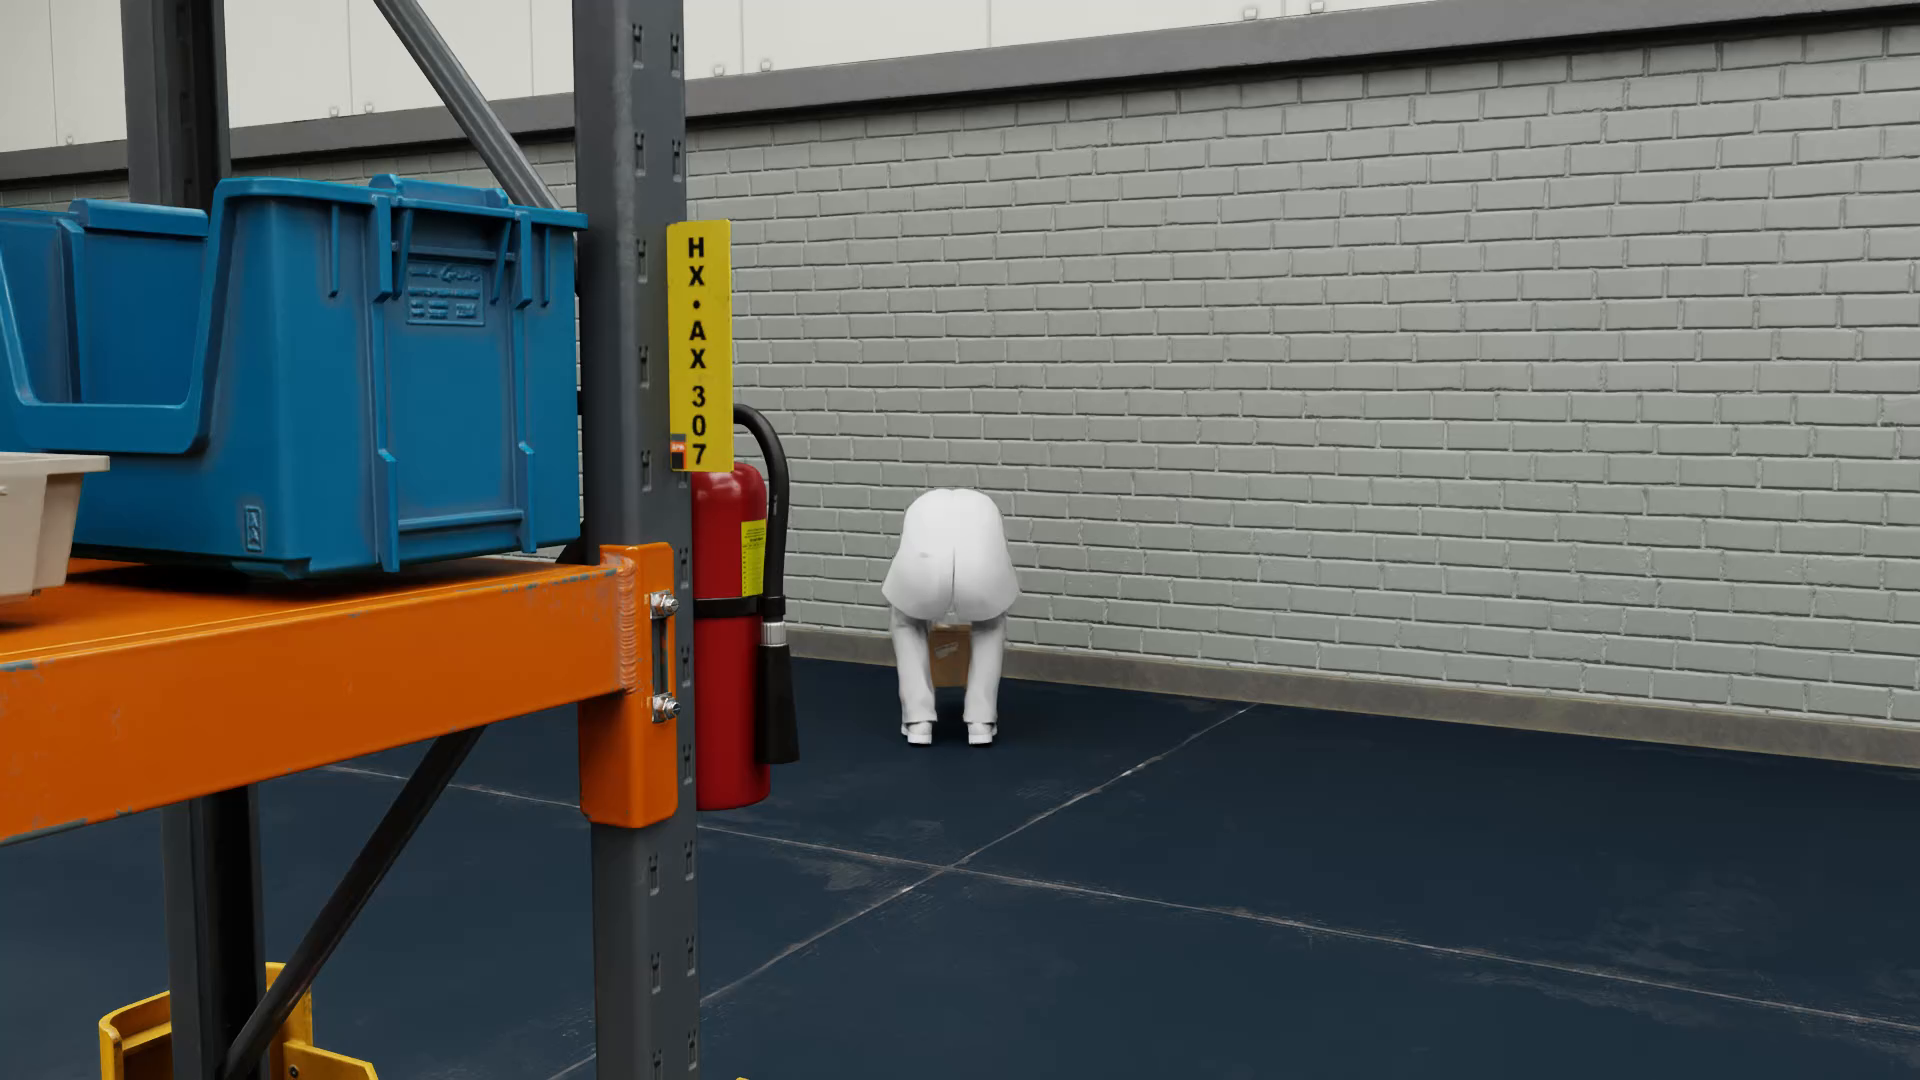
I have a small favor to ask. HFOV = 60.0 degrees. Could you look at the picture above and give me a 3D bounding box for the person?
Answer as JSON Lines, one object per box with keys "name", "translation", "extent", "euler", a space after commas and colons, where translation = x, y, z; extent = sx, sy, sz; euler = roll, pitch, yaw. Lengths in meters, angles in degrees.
{"name": "person", "translation": [-0.047, 0.294, 7.194], "extent": [0.584, 1.065, 0.947], "euler": [0, 6, -3]}
